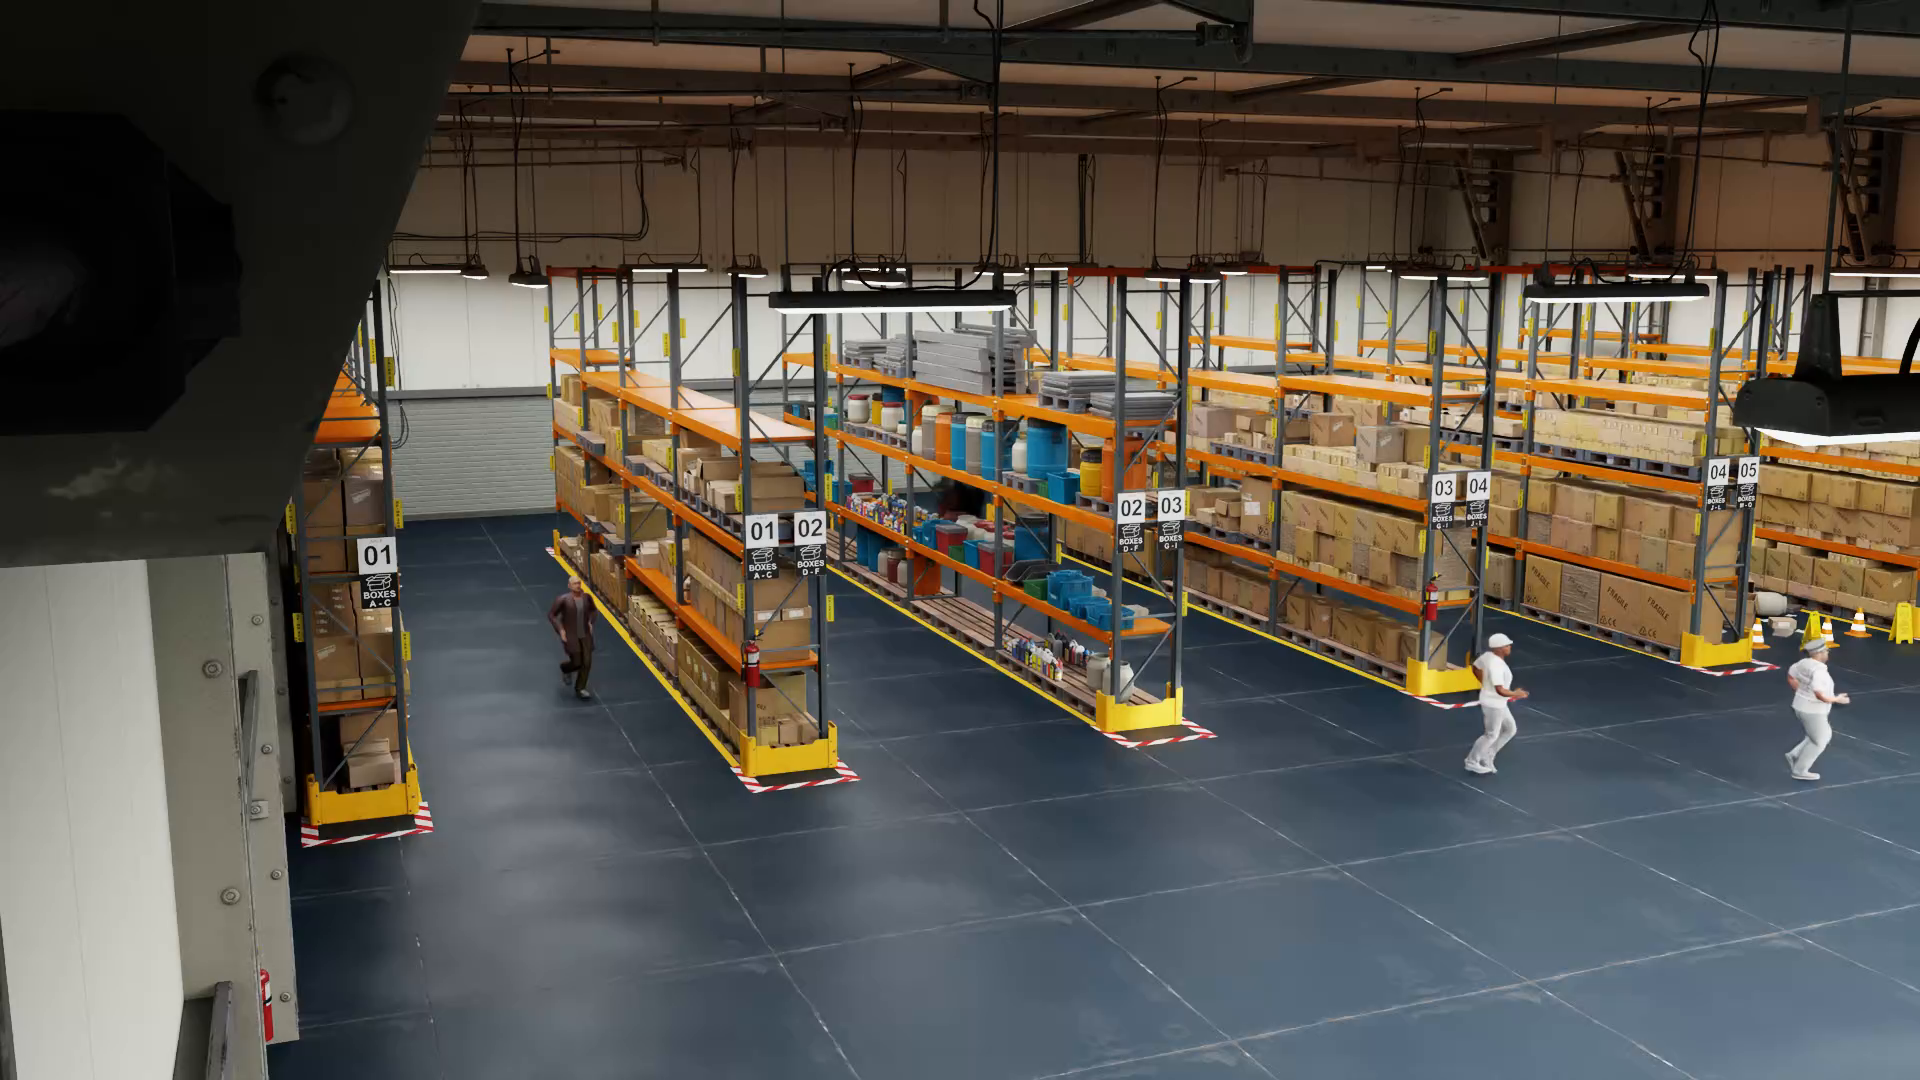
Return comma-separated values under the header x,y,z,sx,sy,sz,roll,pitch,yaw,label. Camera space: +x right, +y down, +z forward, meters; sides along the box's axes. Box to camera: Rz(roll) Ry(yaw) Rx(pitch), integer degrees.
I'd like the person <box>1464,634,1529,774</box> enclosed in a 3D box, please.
x,y,z,sx,sy,sz,roll,pitch,yaw,label
6.514,2.004,20.181,0.695,1.789,0.724,2,10,13,person

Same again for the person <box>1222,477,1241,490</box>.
x,y,z,sx,sy,sz,roll,pitch,yaw,label
6.861,-1.745,42.149,0.734,1.575,0.536,-5,11,-27,person

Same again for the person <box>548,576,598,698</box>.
x,y,z,sx,sy,sz,roll,pitch,yaw,label
-5.500,1.367,23.810,0.726,1.734,0.702,-8,13,-38,person

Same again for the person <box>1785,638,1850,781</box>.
x,y,z,sx,sy,sz,roll,pitch,yaw,label
10.321,2.028,19.990,0.577,1.740,0.672,1,10,6,person
